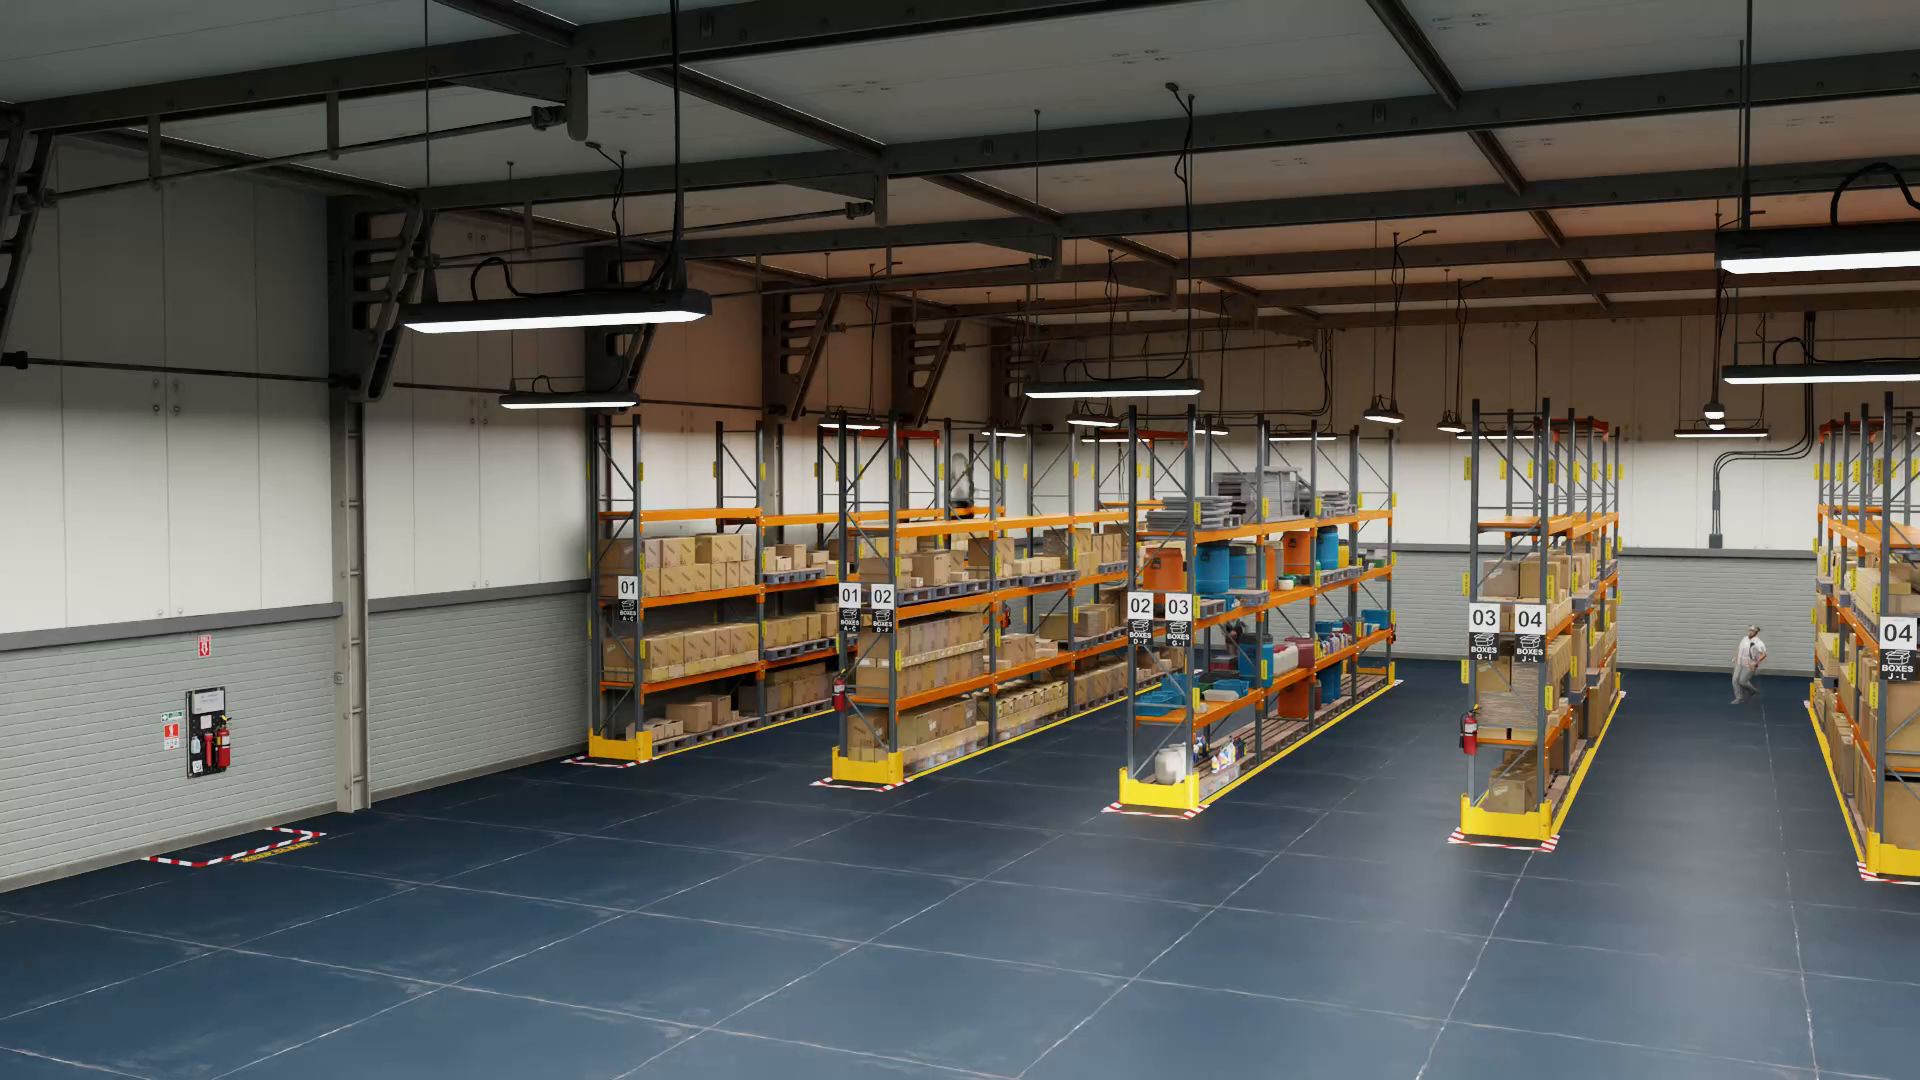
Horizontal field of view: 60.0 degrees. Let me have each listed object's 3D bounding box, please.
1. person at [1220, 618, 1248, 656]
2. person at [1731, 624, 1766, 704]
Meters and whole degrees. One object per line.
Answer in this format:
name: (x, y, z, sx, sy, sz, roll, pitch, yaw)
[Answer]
person: (6.618, 2.518, 40.197, 0.620, 1.727, 0.626, 1, 2, 20)
person: (16.957, 2.678, 35.803, 0.585, 1.738, 0.719, -1, 3, -24)
